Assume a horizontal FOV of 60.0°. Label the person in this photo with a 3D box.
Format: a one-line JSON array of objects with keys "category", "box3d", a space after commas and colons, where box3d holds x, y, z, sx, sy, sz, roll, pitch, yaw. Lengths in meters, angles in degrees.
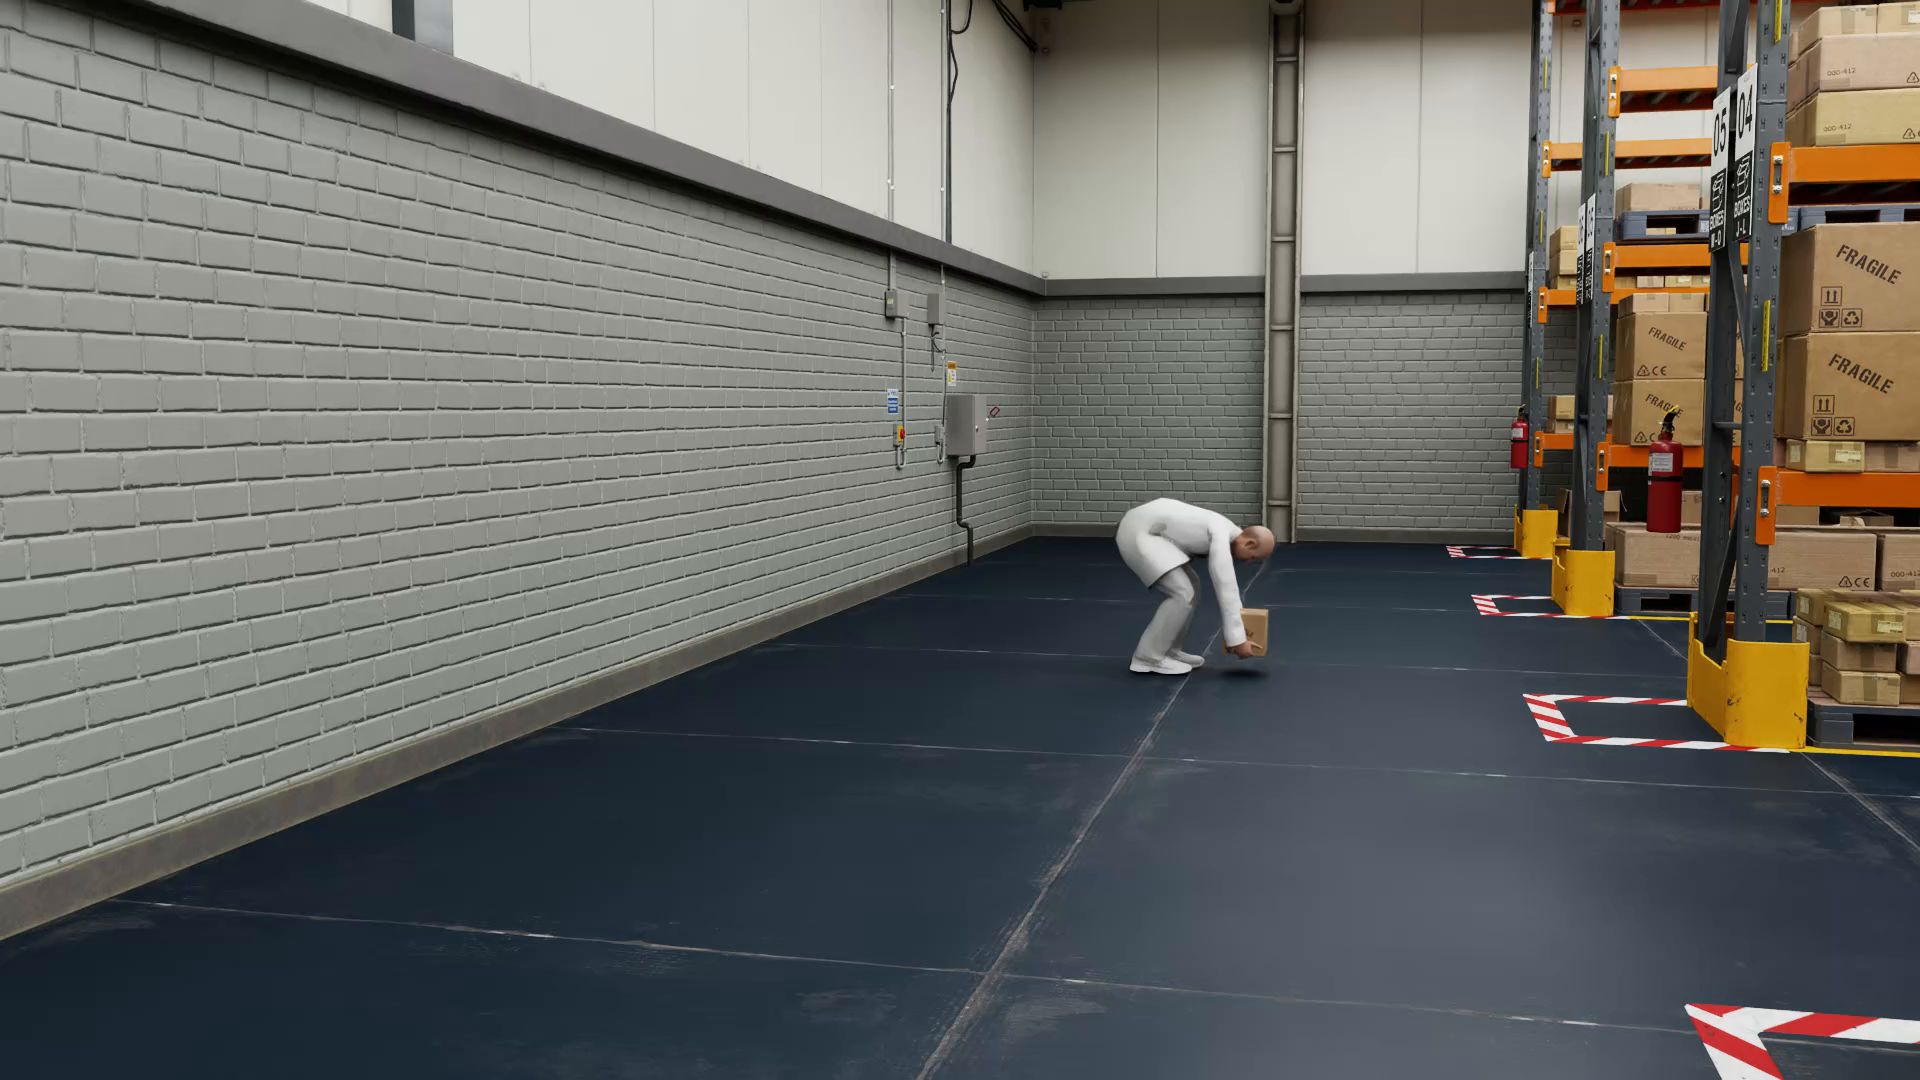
[{"category": "person", "box3d": [1.315, -0.068, 10.042, 0.602, 1.743, 0.529, 1, 5, 13]}]
